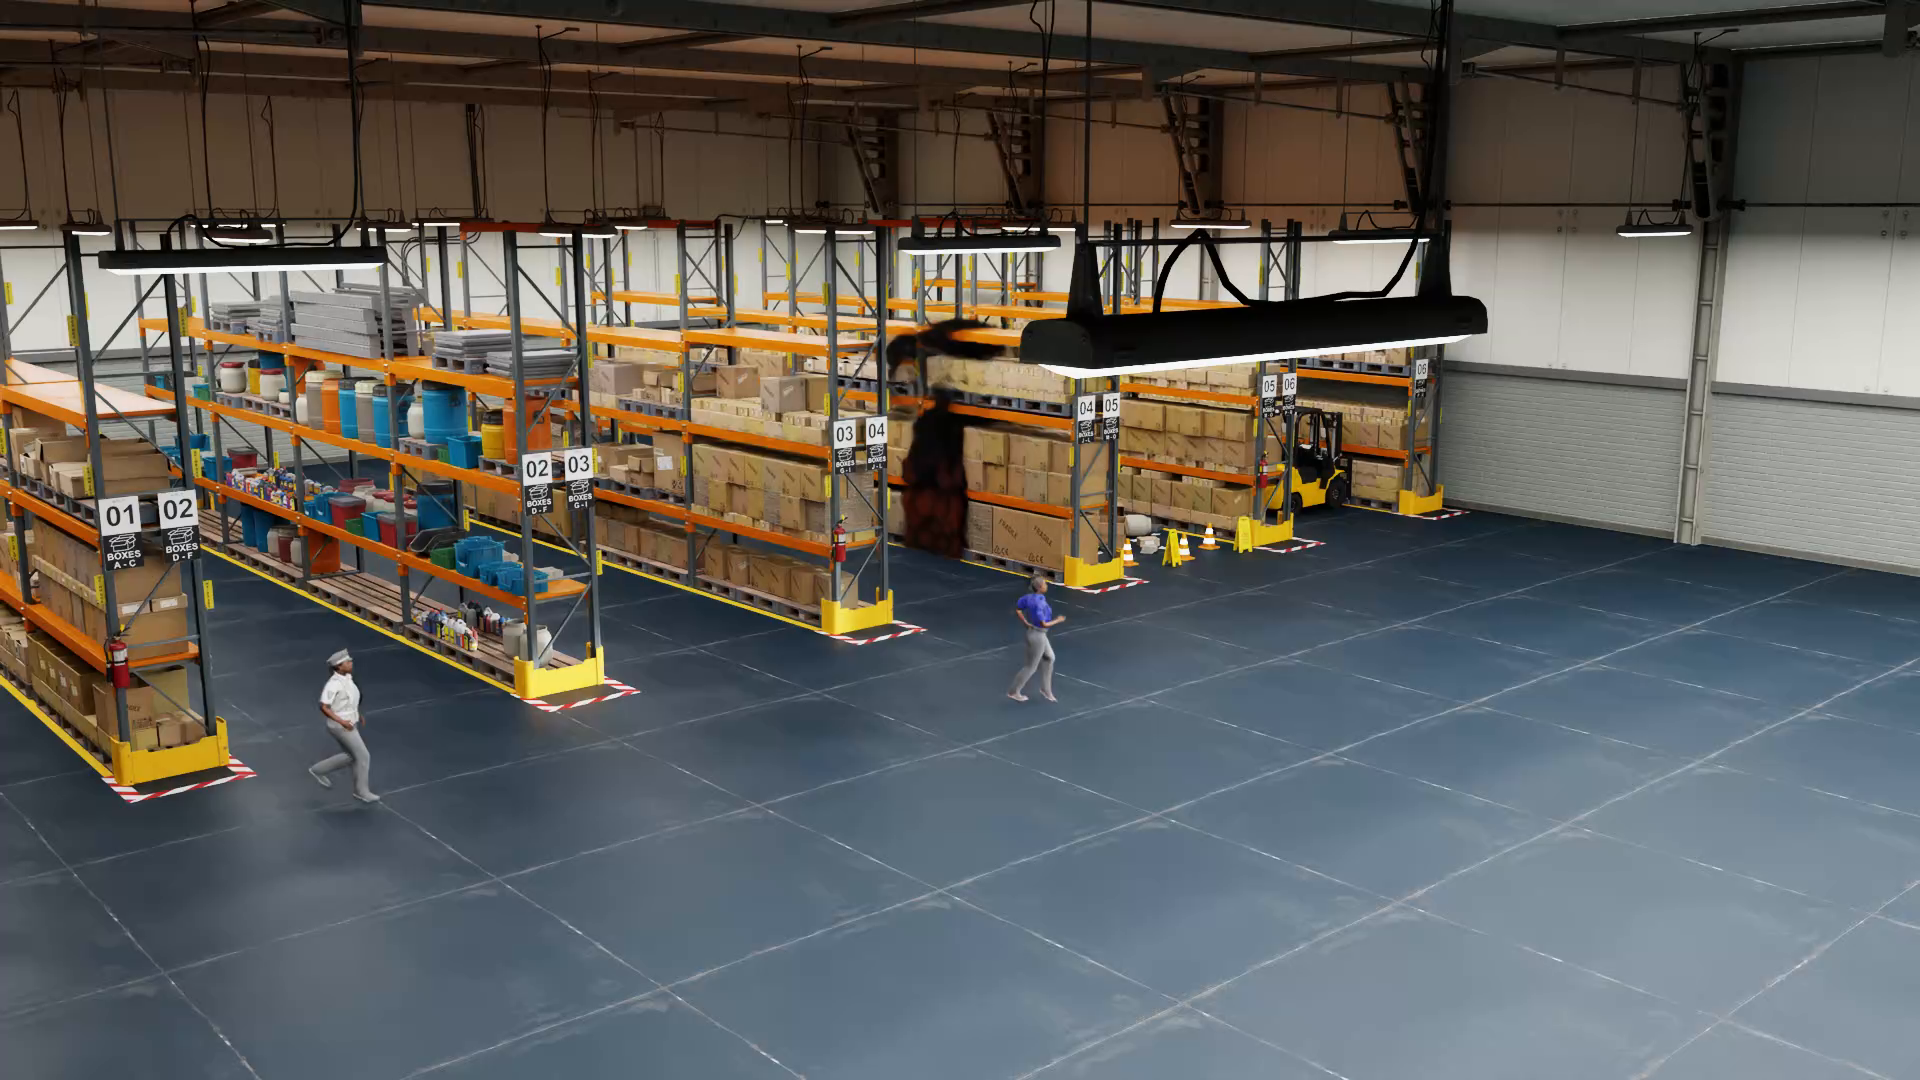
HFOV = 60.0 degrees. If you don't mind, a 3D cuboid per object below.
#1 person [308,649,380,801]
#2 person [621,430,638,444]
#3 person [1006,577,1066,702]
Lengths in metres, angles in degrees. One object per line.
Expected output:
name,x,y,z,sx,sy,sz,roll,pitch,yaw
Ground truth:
person,-6.660,1.998,17.883,0.754,1.696,0.602,-1,11,-4
person,-8.357,-2.855,41.934,0.627,1.728,0.689,9,15,38
person,0.965,1.306,21.267,0.771,1.720,0.558,-2,12,-11
